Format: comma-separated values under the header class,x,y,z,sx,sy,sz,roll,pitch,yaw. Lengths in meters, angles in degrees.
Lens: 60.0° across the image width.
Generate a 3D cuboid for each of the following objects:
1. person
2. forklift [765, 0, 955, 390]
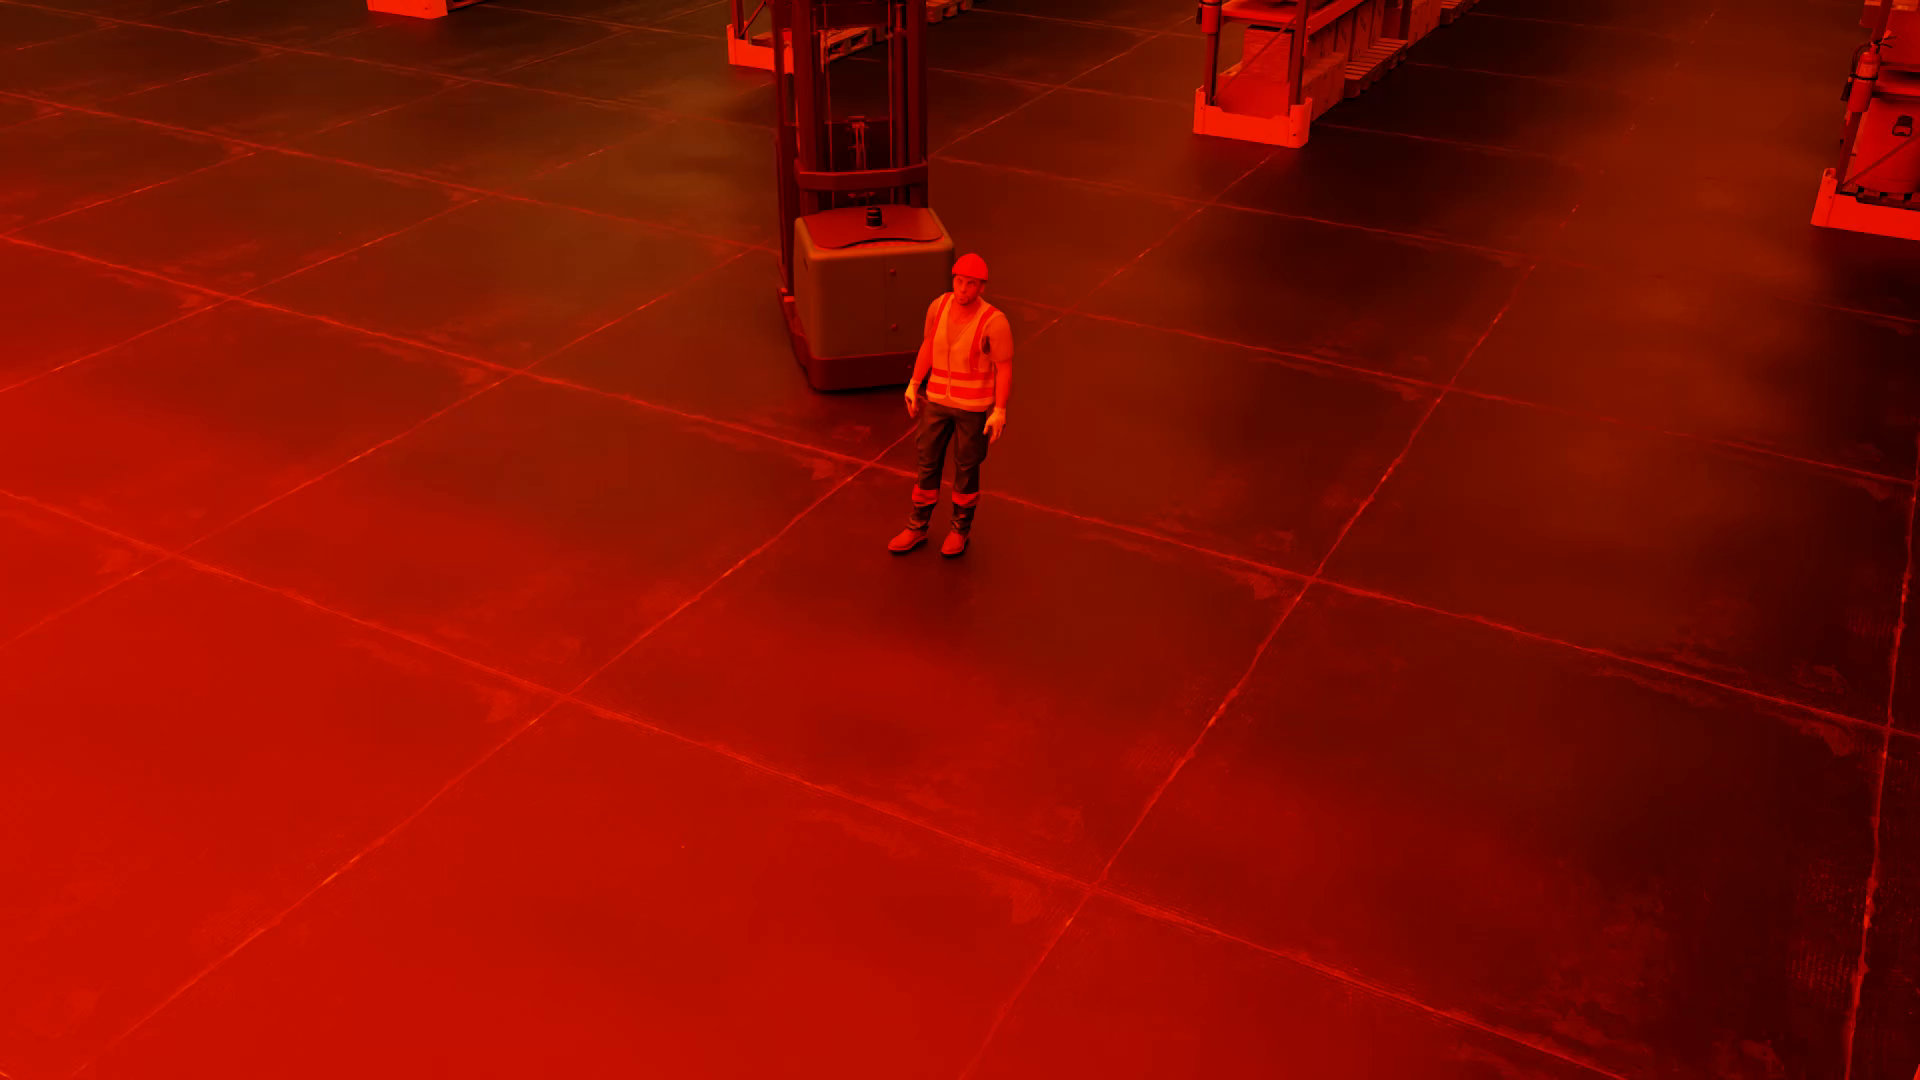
class,x,y,z,sx,sy,sz,roll,pitch,yaw
person,-0.048,-0.748,9.495,0.638,1.789,0.562,15,33,25
forklift,-0.833,-3.041,12.340,1.130,2.935,3.031,-6,31,-11
